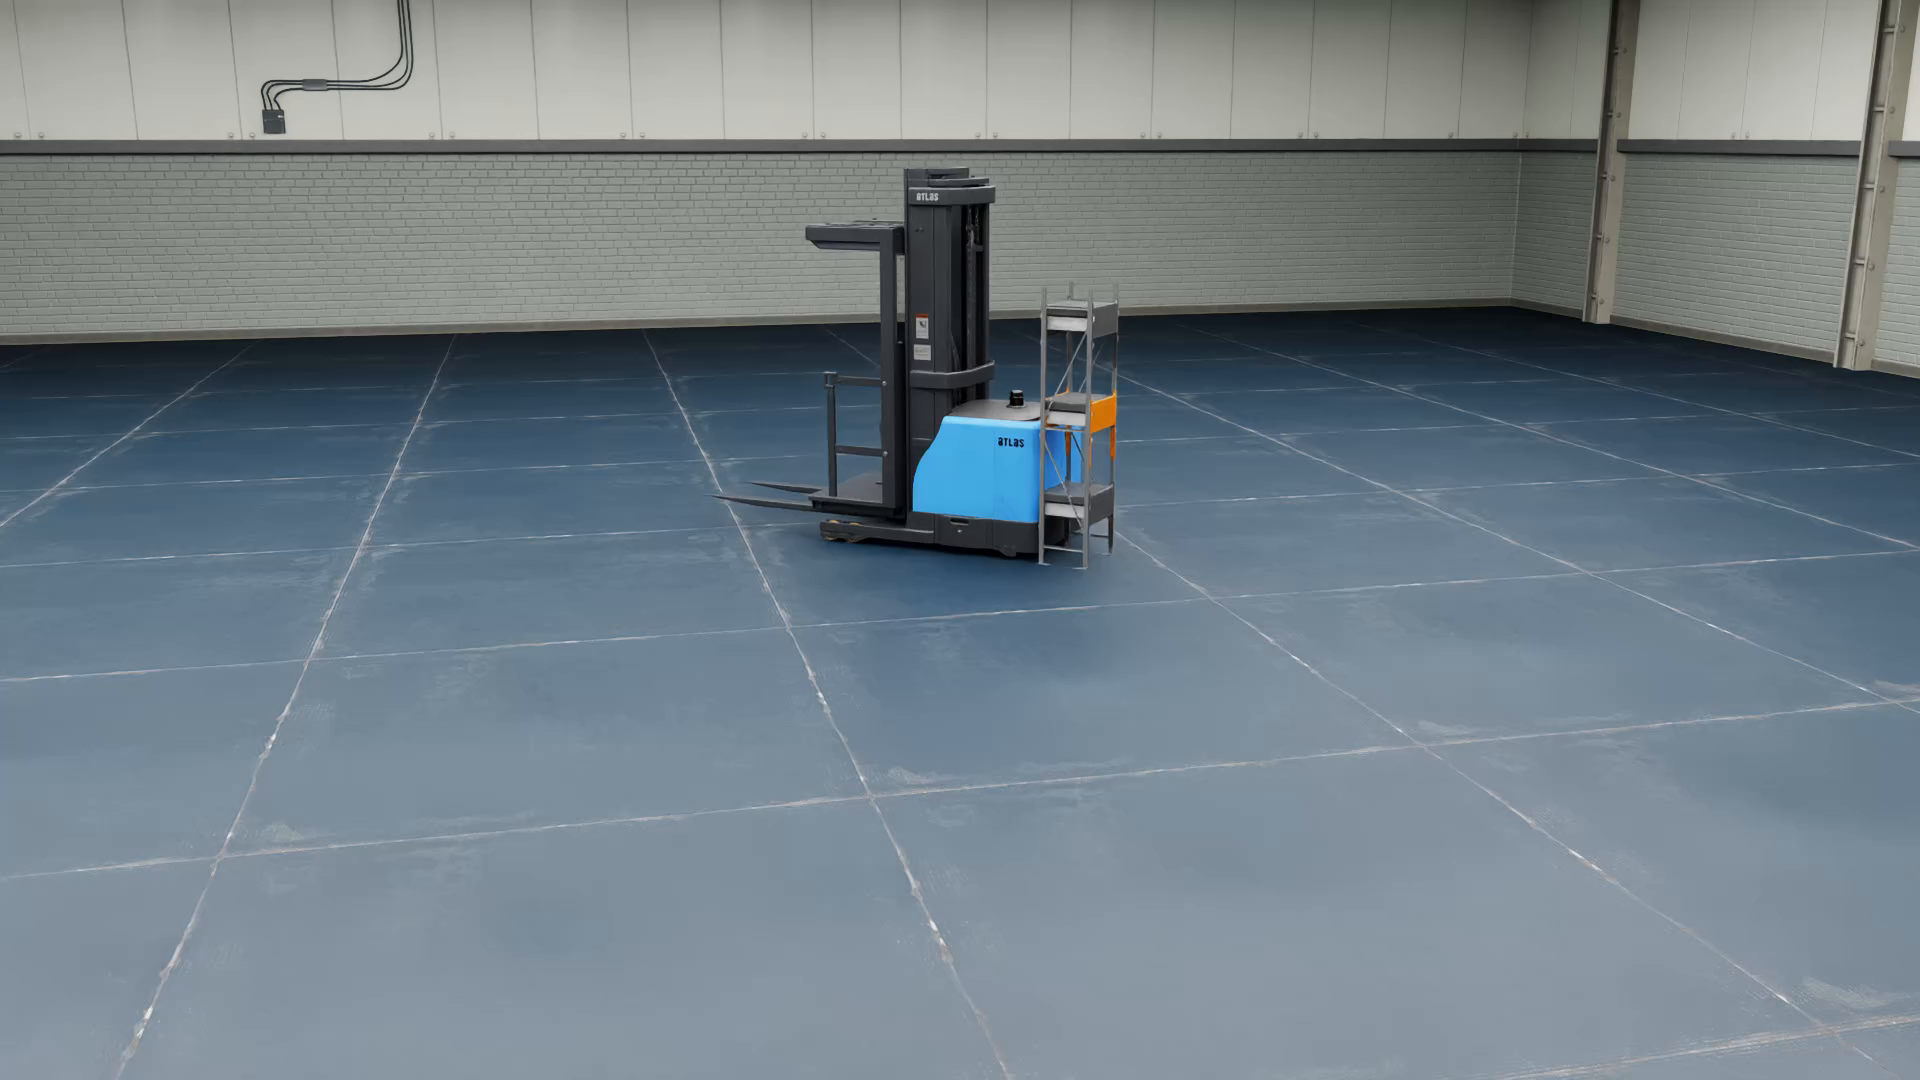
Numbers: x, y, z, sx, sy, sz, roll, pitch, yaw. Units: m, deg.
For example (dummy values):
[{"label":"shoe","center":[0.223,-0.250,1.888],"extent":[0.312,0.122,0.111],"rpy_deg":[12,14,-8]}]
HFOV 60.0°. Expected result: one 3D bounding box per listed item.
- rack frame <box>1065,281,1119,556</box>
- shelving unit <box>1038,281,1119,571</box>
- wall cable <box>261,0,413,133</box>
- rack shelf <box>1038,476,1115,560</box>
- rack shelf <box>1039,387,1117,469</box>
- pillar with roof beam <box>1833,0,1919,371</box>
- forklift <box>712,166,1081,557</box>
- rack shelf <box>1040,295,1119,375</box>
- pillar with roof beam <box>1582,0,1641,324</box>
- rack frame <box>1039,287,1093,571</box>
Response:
[{"label":"rack frame","center":[1.006,-0.915,12.749],"extent":[0.400,2.100,0.015],"rpy_deg":[7,15,27]},{"label":"shelving unit","center":[0.893,-0.864,12.539],"extent":[0.431,2.100,0.503],"rpy_deg":[7,15,27]},{"label":"wall cable","center":[-9.729,-9.329,25.486],"extent":[2.305,6.003,0.169],"rpy_deg":[-3,14,-13]},{"label":"rack shelf","center":[0.893,-0.171,12.709],"extent":[0.431,0.518,0.480],"rpy_deg":[7,15,27]},{"label":"rack shelf","center":[0.893,-0.851,12.543],"extent":[0.431,0.518,0.480],"rpy_deg":[7,15,27]},{"label":"pillar with roof beam","center":[8.290,-6.530,21.195],"extent":[9.100,9.000,0.400],"rpy_deg":[-3,14,-13]},{"label":"forklift","center":[-0.574,-1.504,13.409],"extent":[3.031,2.935,1.130],"rpy_deg":[6,15,23]},{"label":"rack shelf","center":[0.893,-1.531,12.376],"extent":[0.431,0.518,0.480],"rpy_deg":[7,15,27]},{"label":"pillar with roof beam","center":[6.881,-7.914,26.860],"extent":[9.100,9.000,0.400],"rpy_deg":[-3,14,-13]},{"label":"rack frame","center":[0.780,-0.813,12.329],"extent":[0.400,2.100,0.015],"rpy_deg":[7,15,27]}]
